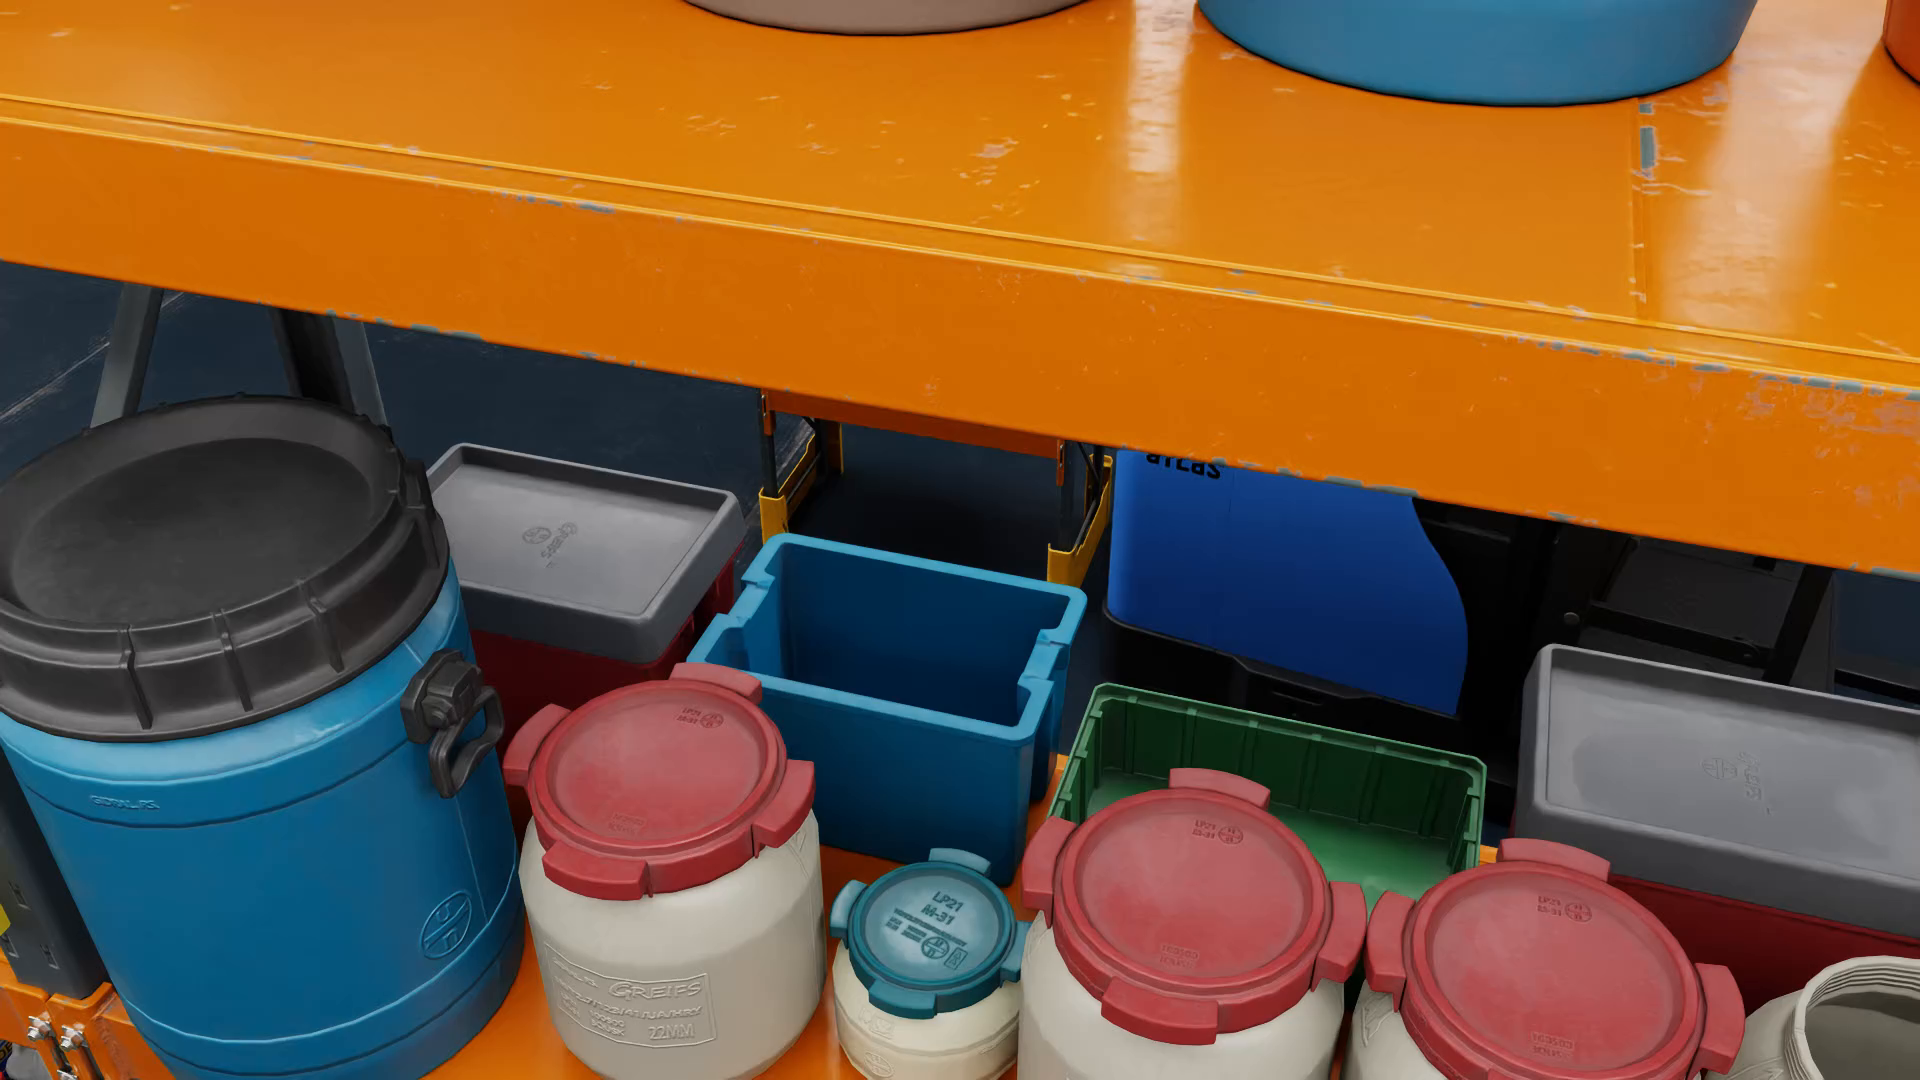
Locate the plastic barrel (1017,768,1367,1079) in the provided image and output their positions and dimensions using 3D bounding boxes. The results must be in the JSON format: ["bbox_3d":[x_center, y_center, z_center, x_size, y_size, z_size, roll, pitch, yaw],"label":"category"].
[{"bbox_3d":[0.290,0.641,2.234,0.433,0.535,0.433,0,36,0],"label":"plastic barrel"}]

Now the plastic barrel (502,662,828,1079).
[{"bbox_3d":[-0.410,0.512,2.410,0.433,0.535,0.433,0,36,0],"label":"plastic barrel"}]

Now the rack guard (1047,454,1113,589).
[{"bbox_3d":[0.403,-0.026,5.575,0.087,0.250,0.587,10,38,14],"label":"rack guard"}]

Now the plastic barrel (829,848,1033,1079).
[{"bbox_3d":[-0.040,0.650,2.454,0.301,0.262,0.301,0,36,0],"label":"plastic barrel"}]

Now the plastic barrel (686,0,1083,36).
[{"bbox_3d":[-0.083,-1.054,1.698,0.600,0.901,0.600,0,36,0],"label":"plastic barrel"}]

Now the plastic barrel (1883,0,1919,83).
[{"bbox_3d":[1.217,-0.784,1.392,0.708,0.830,0.600,10,38,14],"label":"plastic barrel"}]

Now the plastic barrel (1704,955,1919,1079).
[{"bbox_3d":[1.113,0.800,2.039,0.421,0.512,0.421,0,36,0],"label":"plastic barrel"}]

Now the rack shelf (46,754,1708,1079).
[{"bbox_3d":[0.651,0.916,2.581,4.000,0.370,1.077,10,38,14],"label":"rack shelf"}]

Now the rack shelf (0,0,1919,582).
[{"bbox_3d":[0.651,-0.292,1.692,4.000,0.370,1.077,10,38,14],"label":"rack shelf"}]

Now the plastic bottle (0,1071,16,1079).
[{"bbox_3d":[-1.958,1.212,3.436,0.185,0.351,0.144,10,37,13],"label":"plastic bottle"}]

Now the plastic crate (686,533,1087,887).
[{"bbox_3d":[-0.112,0.299,2.827,0.575,0.384,0.392,10,38,14],"label":"plastic crate"}]

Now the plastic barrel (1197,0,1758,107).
[{"bbox_3d":[0.541,-0.939,1.541,0.708,0.901,0.600,10,38,14],"label":"plastic barrel"}]

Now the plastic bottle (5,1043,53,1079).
[{"bbox_3d":[-1.915,1.130,3.547,0.185,0.351,0.144,10,38,14],"label":"plastic bottle"}]

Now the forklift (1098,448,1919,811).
[{"bbox_3d":[1.984,-0.609,4.105,3.031,2.935,1.130,15,39,20],"label":"forklift"}]

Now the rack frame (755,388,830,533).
[{"bbox_3d":[-0.567,-0.709,5.448,0.032,1.500,0.500,10,38,14],"label":"rack frame"}]

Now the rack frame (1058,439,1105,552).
[{"bbox_3d":[0.404,-0.529,5.204,0.032,1.500,0.500,10,38,14],"label":"rack frame"}]

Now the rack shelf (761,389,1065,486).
[{"bbox_3d":[-0.081,-0.474,5.433,1.000,0.185,0.538,10,38,14],"label":"rack shelf"}]

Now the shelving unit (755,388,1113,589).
[{"bbox_3d":[-0.073,-0.618,5.324,1.083,1.500,0.587,10,38,14],"label":"shelving unit"}]

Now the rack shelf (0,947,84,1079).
[{"bbox_3d":[-3.167,0.209,3.542,4.000,0.370,1.077,10,38,14],"label":"rack shelf"}]

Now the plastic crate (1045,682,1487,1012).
[{"bbox_3d":[0.489,0.507,2.710,0.662,0.188,0.450,10,38,14],"label":"plastic crate"}]

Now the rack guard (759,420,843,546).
[{"bbox_3d":[-0.548,-0.202,5.814,0.087,0.250,0.587,10,38,14],"label":"rack guard"}]

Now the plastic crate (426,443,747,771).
[{"bbox_3d":[-0.704,0.160,2.948,0.583,0.464,0.402,10,38,14],"label":"plastic crate"}]

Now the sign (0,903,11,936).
[{"bbox_3d":[-1.432,0.471,2.346,0.005,0.325,0.100,10,38,14],"label":"sign"}]

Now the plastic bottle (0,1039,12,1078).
[{"bbox_3d":[-2.121,1.120,3.624,0.135,0.276,0.152,10,38,14],"label":"plastic bottle"}]

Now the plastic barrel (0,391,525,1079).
[{"bbox_3d":[-0.979,0.311,2.374,0.708,0.901,0.600,10,38,14],"label":"plastic barrel"}]

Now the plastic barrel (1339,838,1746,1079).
[{"bbox_3d":[0.703,0.718,2.130,0.433,0.535,0.433,0,36,0],"label":"plastic barrel"}]

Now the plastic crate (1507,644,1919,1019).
[{"bbox_3d":[1.109,0.496,2.492,0.583,0.464,0.402,10,38,14],"label":"plastic crate"}]

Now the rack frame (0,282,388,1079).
[{"bbox_3d":[-1.258,0.273,2.848,0.127,3.000,1.000,10,38,14],"label":"rack frame"}]
